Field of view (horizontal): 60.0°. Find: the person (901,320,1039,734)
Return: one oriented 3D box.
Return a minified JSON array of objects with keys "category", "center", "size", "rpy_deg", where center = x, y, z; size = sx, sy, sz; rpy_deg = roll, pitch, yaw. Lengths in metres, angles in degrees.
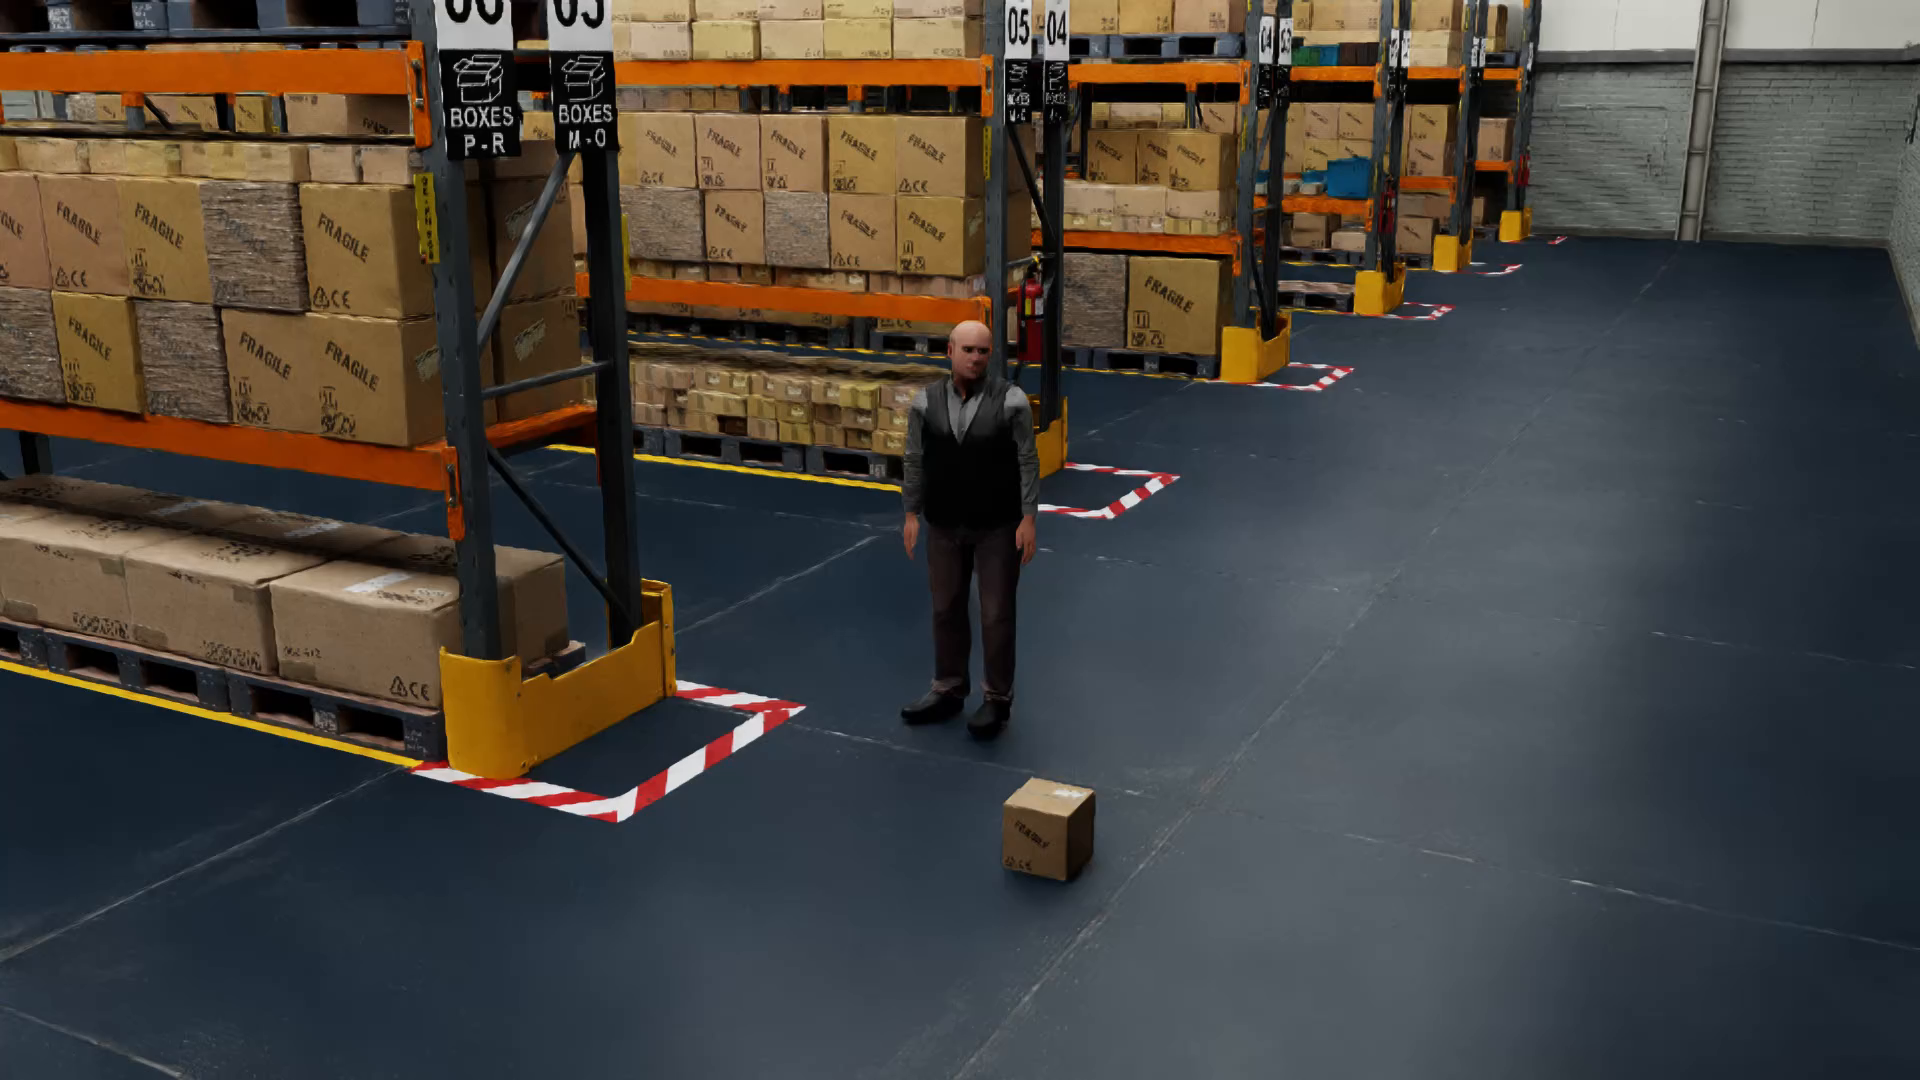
[{"category":"person","center":[0.036,-0.052,6.950],"size":[0.591,1.732,0.385],"rpy_deg":[5,16,18]}]
